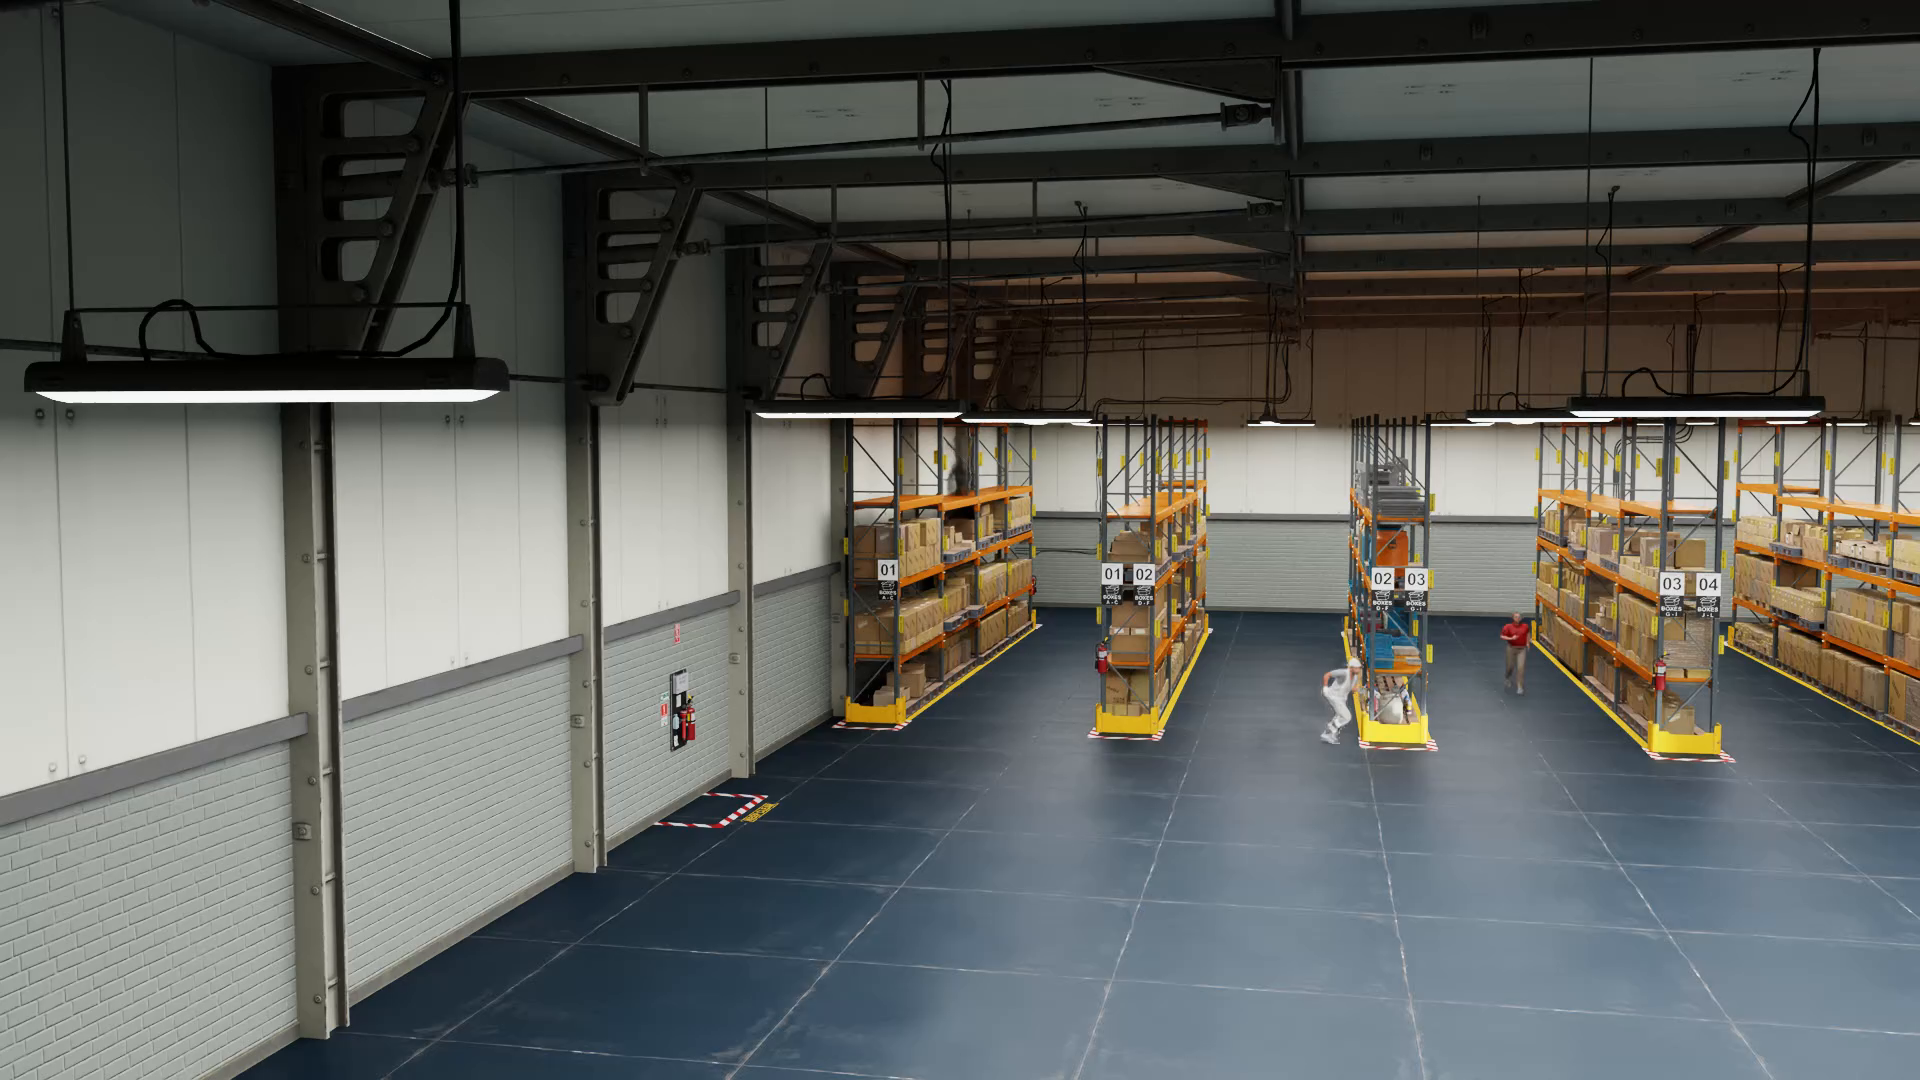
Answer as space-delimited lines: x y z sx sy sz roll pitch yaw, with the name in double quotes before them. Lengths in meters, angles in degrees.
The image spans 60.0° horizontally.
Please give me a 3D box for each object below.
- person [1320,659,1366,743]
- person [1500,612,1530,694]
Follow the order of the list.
"person" 6.875 2.913 30.027 0.704 1.598 0.909 -3 5 -40
"person" 12.106 2.428 36.240 0.675 1.724 0.943 0 4 6
